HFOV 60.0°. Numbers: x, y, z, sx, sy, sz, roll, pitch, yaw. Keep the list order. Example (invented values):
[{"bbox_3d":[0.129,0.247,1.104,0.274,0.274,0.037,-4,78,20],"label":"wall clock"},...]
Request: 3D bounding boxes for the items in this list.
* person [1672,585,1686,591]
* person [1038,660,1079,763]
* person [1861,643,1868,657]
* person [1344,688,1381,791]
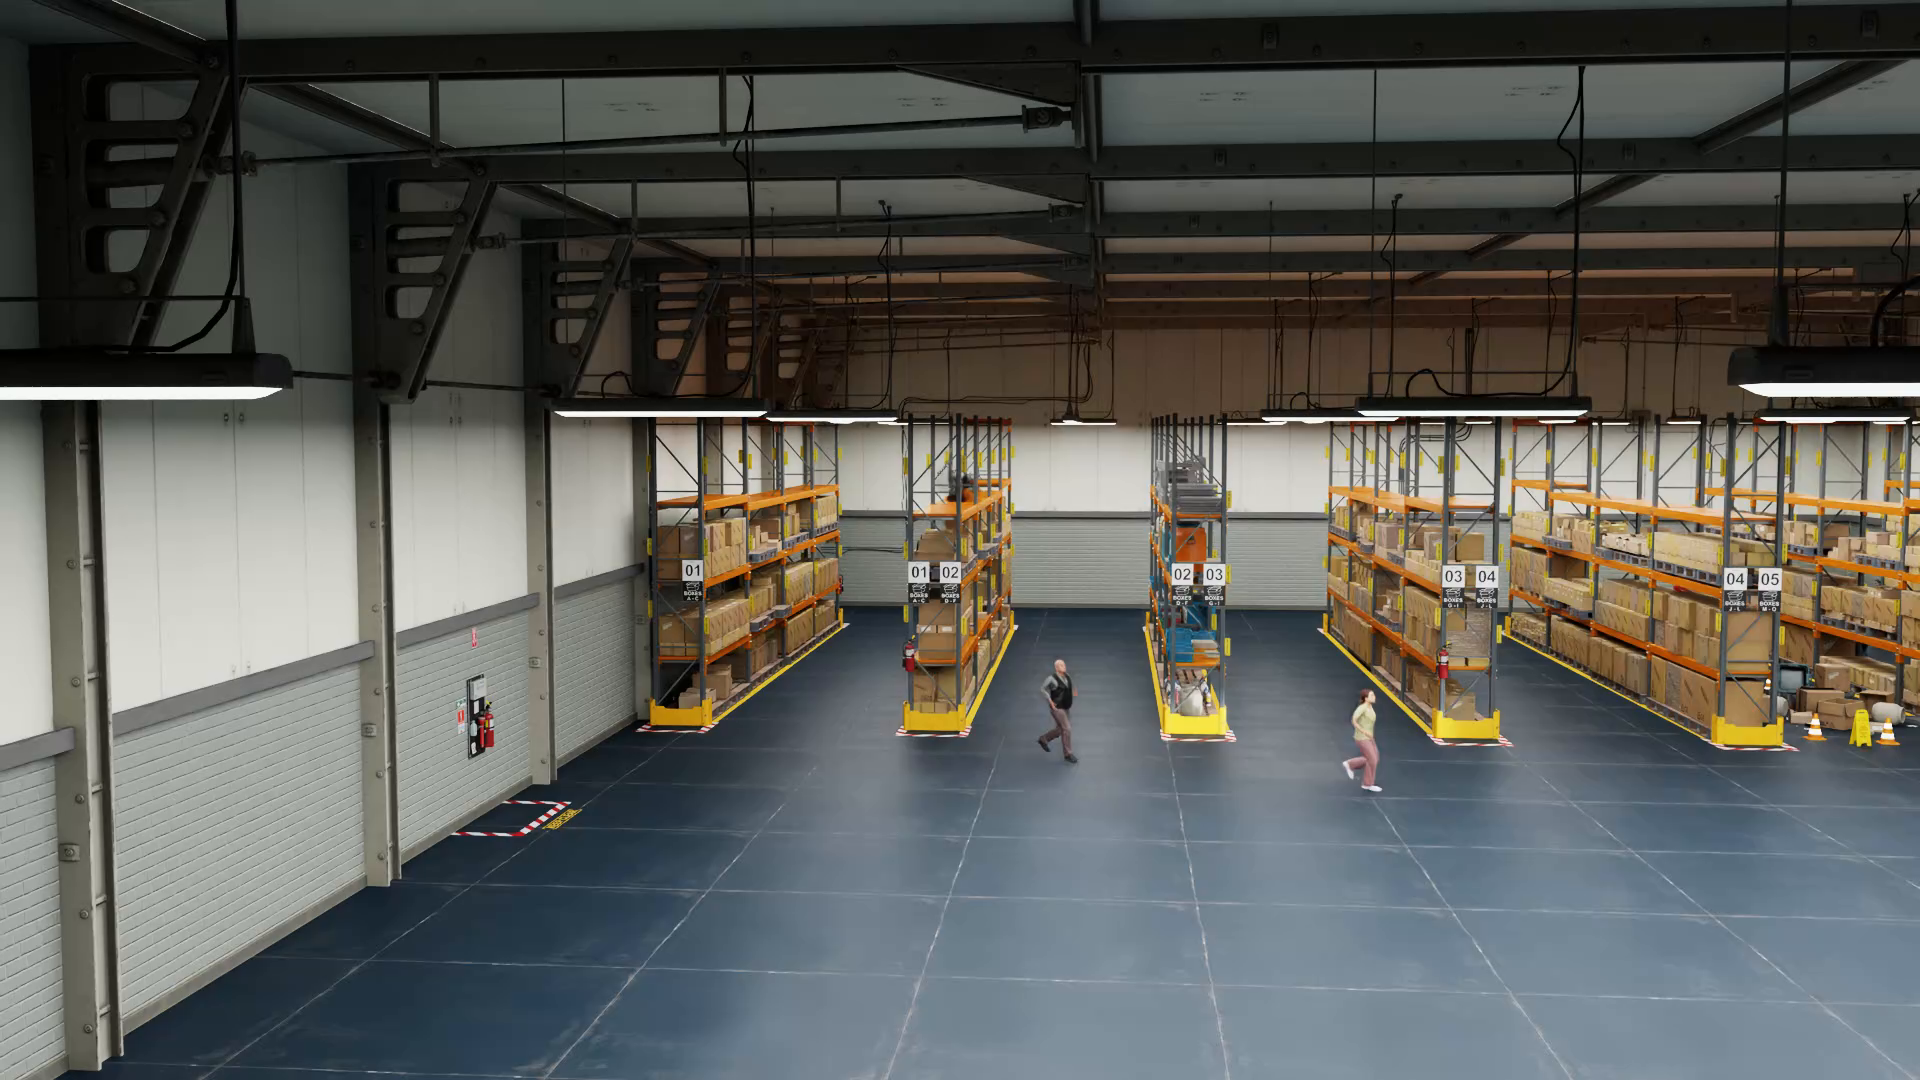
[{"bbox_3d":[20.391,1.723,47.093,0.610,1.728,0.677,0,4,6],"label":"person"},{"bbox_3d":[1.719,2.930,28.763,0.888,1.735,0.649,3,5,39],"label":"person"},{"bbox_3d":[21.518,2.278,39.617,0.529,1.554,0.549,0,4,3],"label":"person"},{"bbox_3d":[6.349,3.147,26.315,0.606,1.631,0.599,3,5,35],"label":"person"}]
